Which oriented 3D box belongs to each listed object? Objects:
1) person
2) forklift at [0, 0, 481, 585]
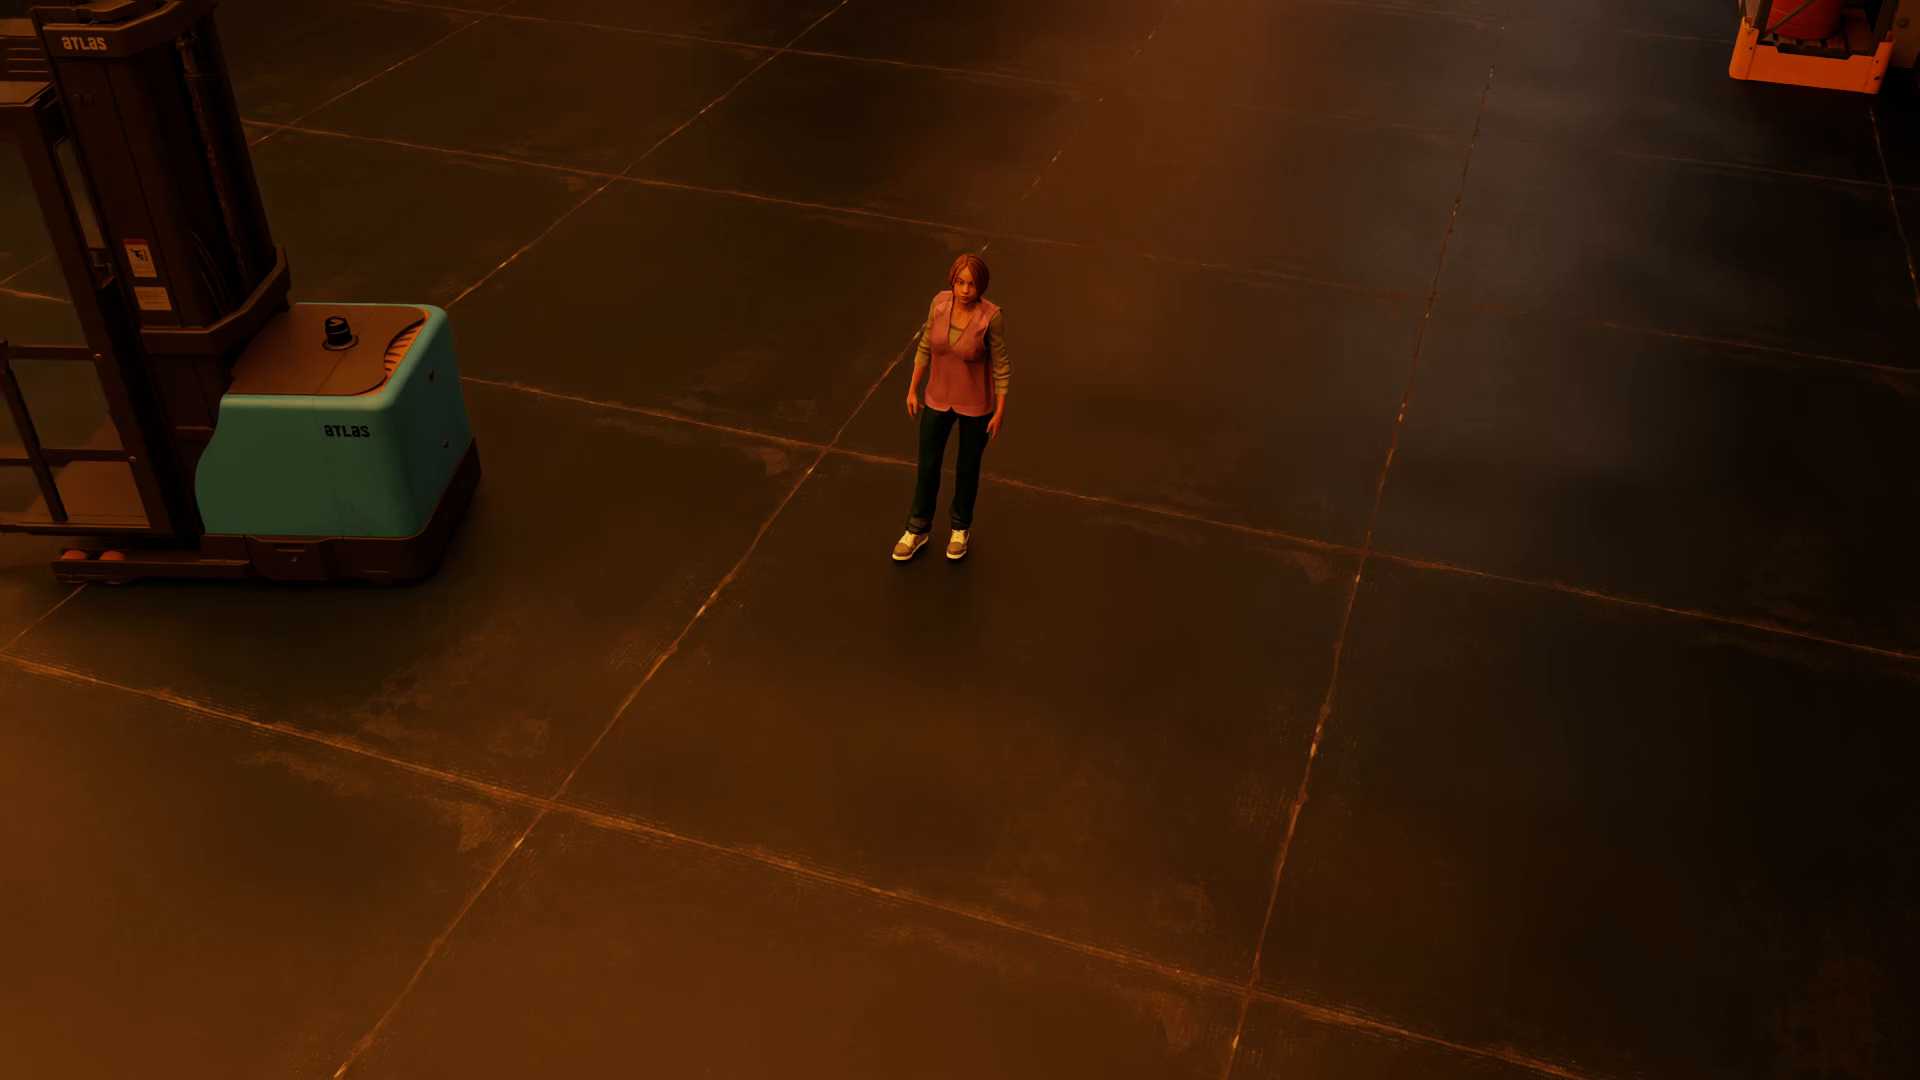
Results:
[{"bbox_3d":[-0.038,-0.620,8.126,0.520,1.597,0.476,12,37,16],"label":"person"},{"bbox_3d":[-4.127,-1.279,7.915,3.031,2.935,1.130,1,35,2],"label":"forklift"}]
